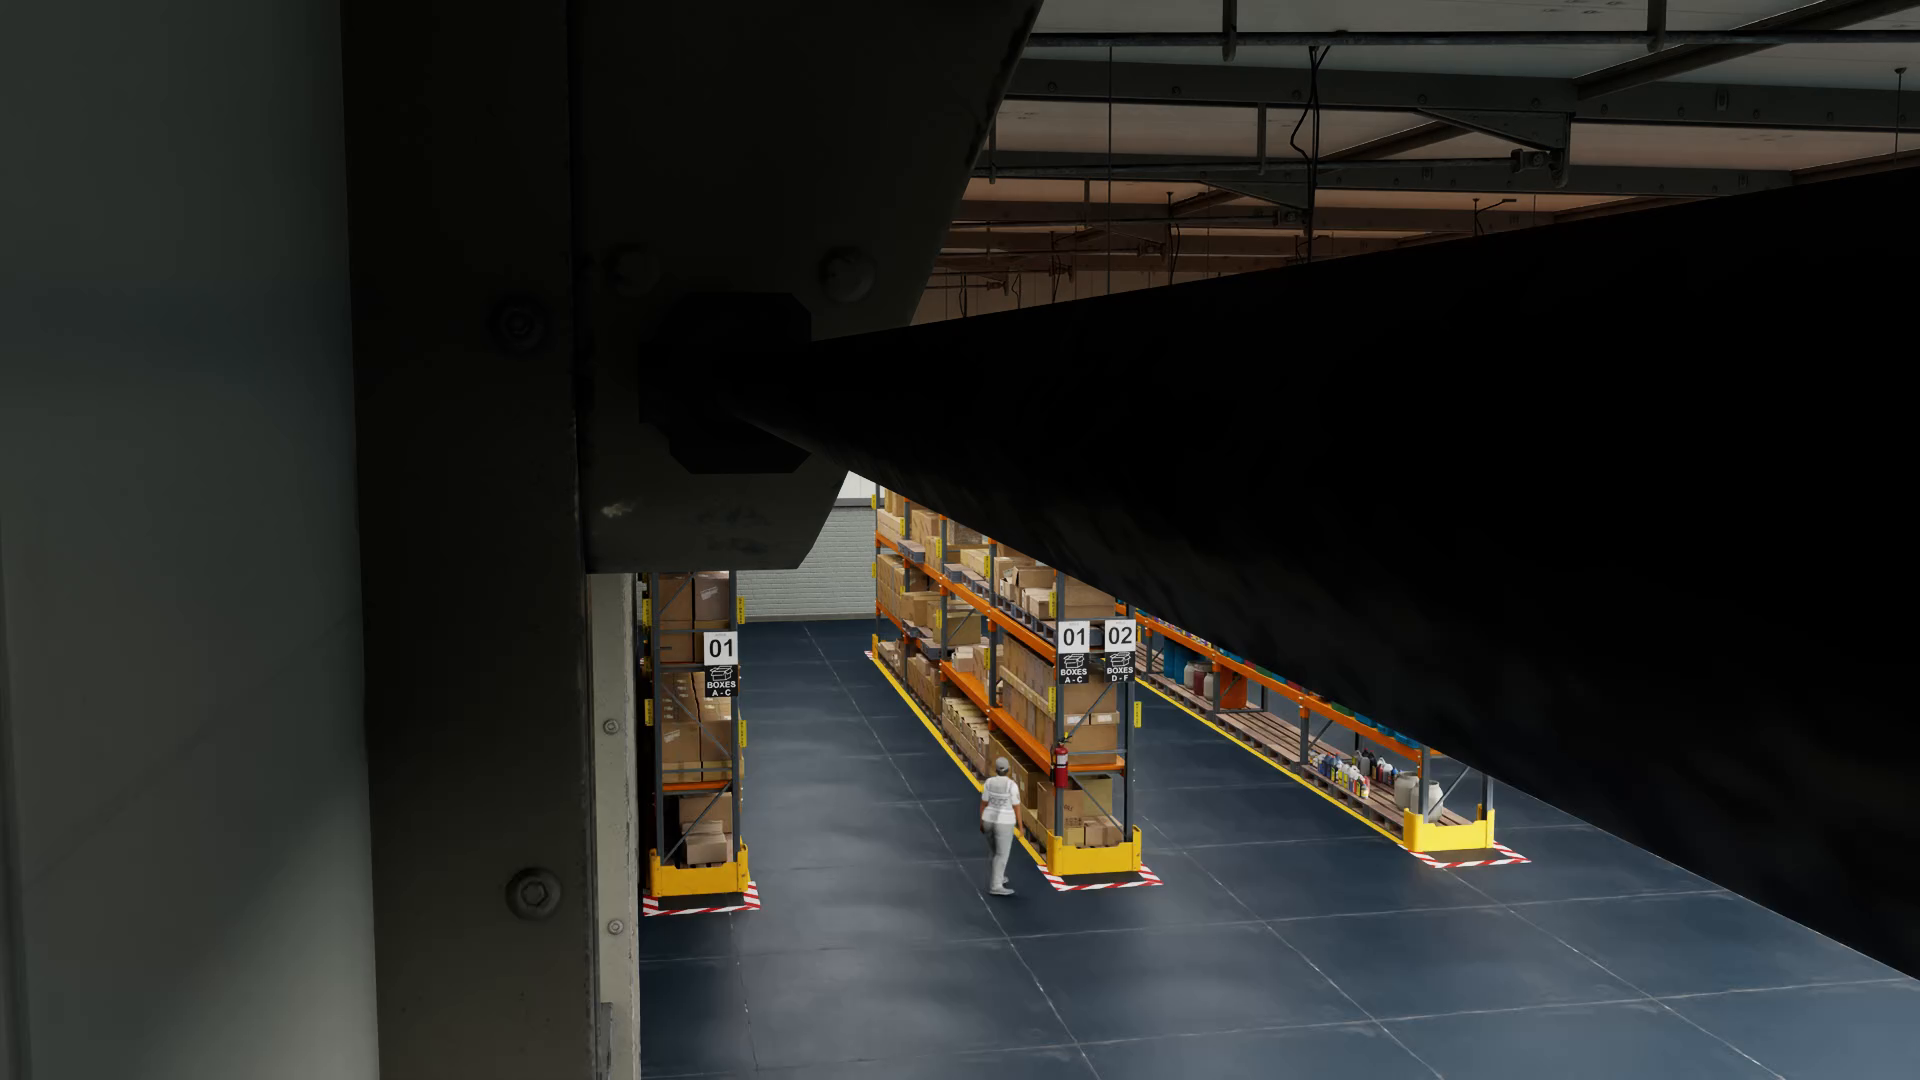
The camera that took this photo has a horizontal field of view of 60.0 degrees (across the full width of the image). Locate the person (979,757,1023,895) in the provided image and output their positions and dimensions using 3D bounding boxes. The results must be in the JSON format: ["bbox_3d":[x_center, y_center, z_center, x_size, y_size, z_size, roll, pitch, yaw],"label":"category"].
[{"bbox_3d":[0.534,3.443,20.208,0.551,1.660,0.543,-6,8,-44],"label":"person"}]
